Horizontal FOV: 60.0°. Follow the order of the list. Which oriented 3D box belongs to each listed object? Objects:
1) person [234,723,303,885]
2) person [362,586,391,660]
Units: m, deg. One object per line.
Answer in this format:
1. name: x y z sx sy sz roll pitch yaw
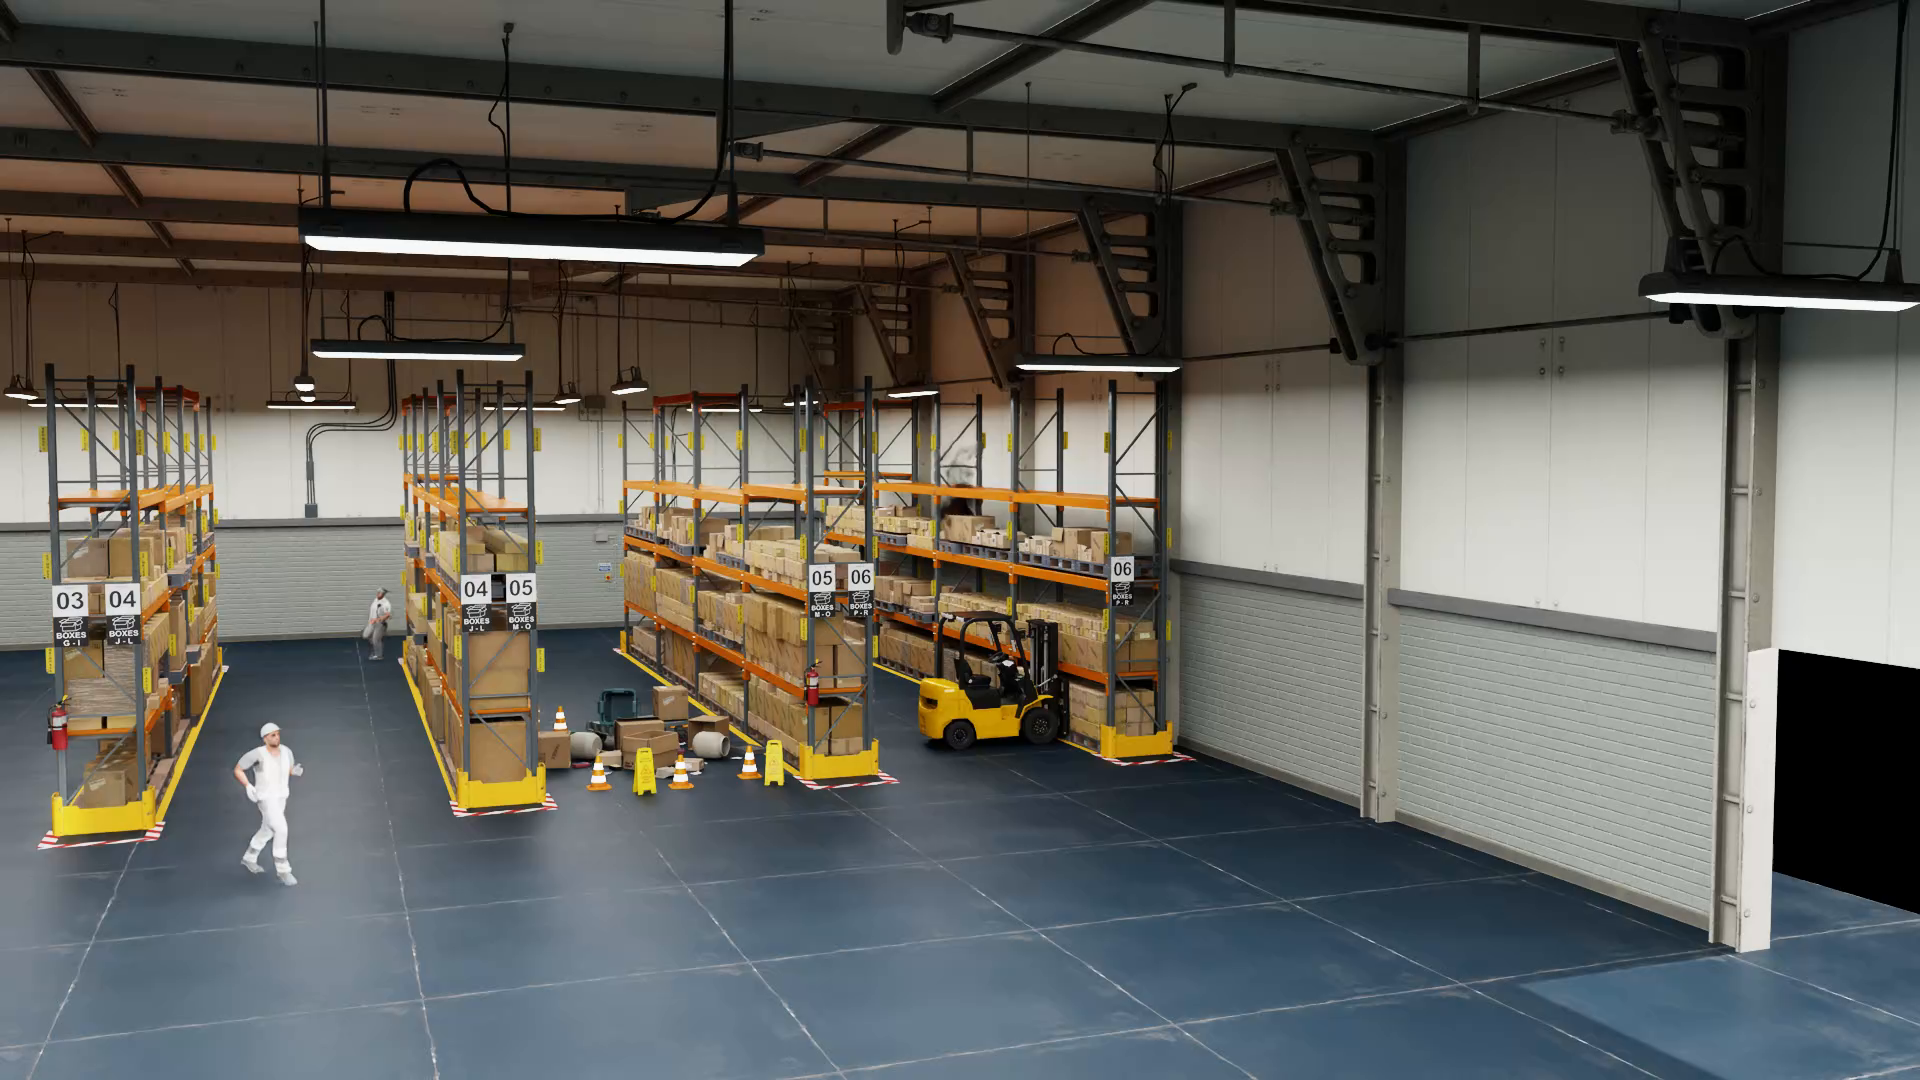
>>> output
1. person: -7.886 2.996 19.047 0.845 1.838 0.623 1 4 20
2. person: -13.361 1.914 38.119 0.686 1.709 0.590 2 4 30
